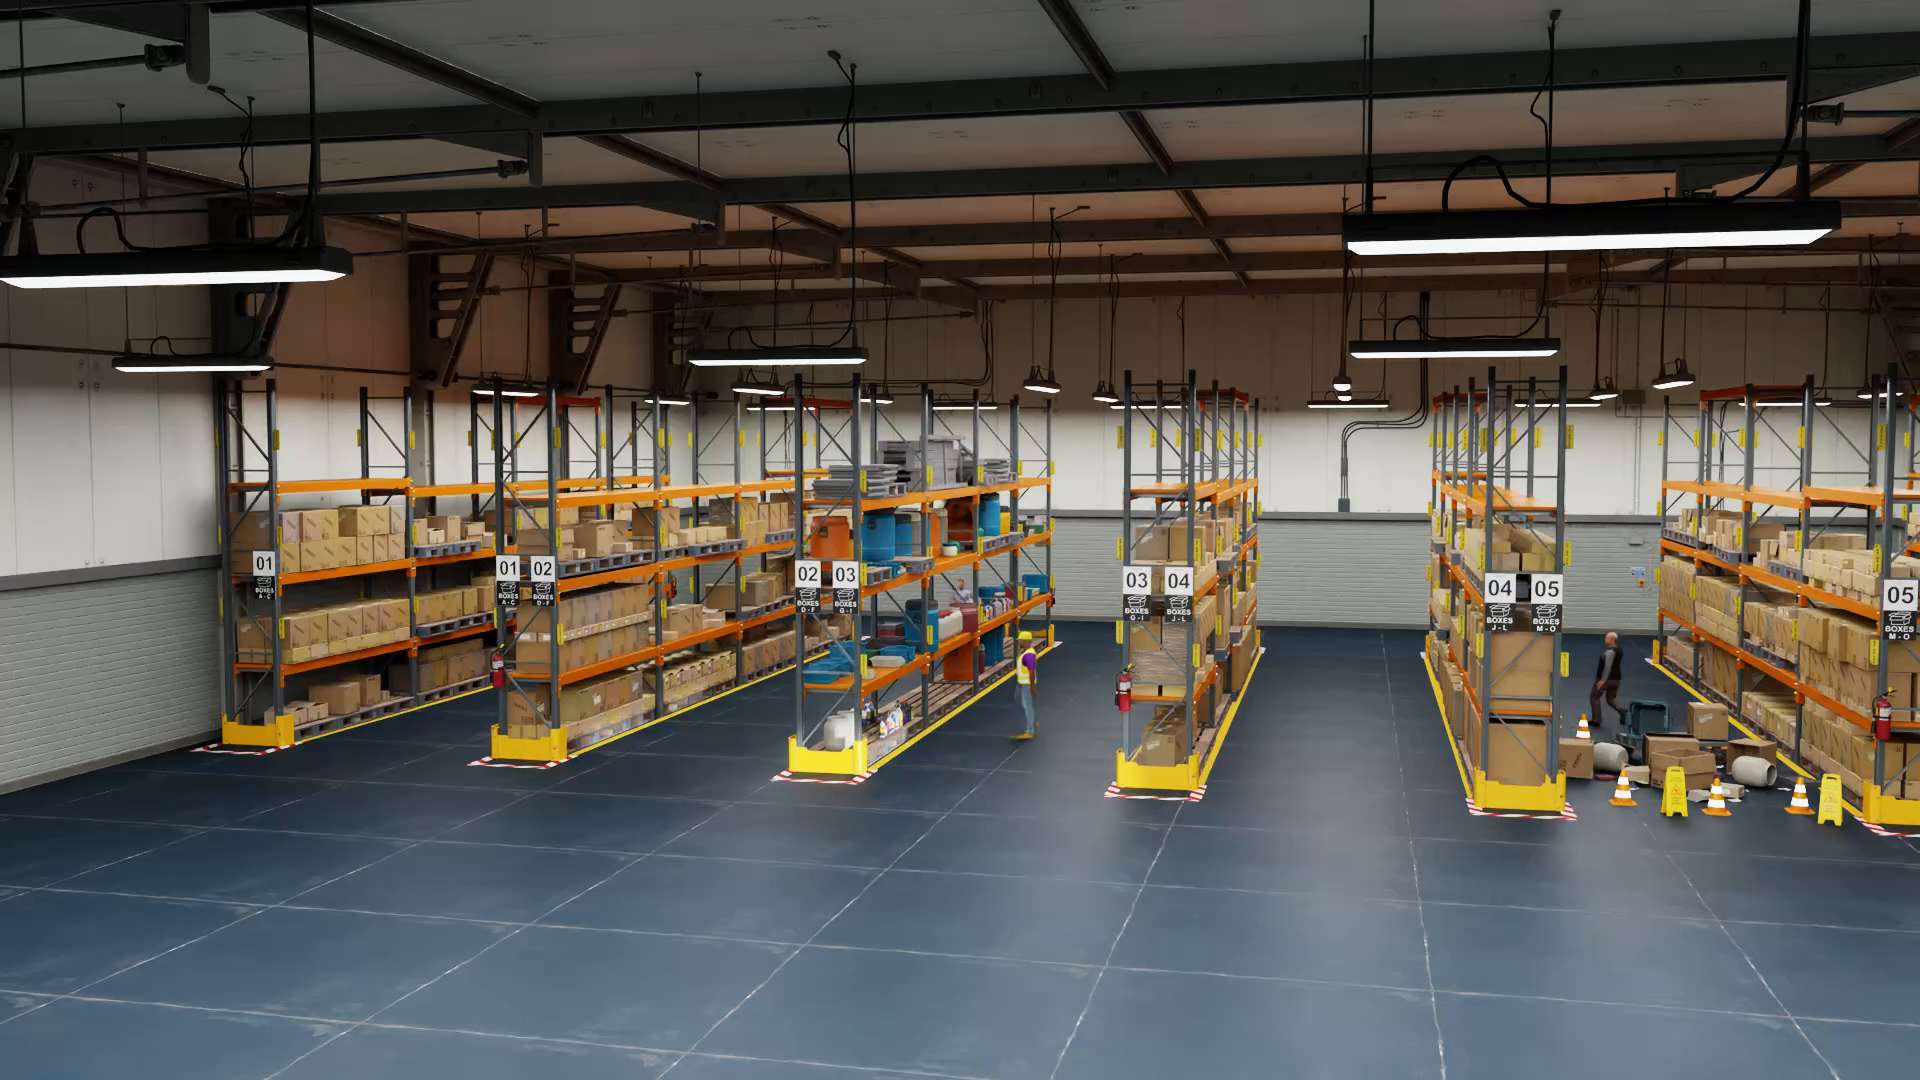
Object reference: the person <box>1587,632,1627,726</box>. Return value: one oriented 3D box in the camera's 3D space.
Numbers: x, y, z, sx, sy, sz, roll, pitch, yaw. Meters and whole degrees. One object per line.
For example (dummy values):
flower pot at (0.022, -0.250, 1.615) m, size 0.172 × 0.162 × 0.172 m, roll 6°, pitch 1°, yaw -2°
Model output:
person at (11.287, 2.436, 28.984) m, size 0.566 × 1.668 × 0.803 m, roll -2°, pitch 4°, yaw -25°

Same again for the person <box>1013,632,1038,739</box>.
person at (1.134, 2.424, 27.981) m, size 0.423 × 1.775 × 0.595 m, roll 0°, pitch 3°, yaw -6°

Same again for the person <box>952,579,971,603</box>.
person at (0.055, 1.749, 40.761) m, size 0.535 × 1.604 × 0.872 m, roll 2°, pitch 4°, yaw 28°
